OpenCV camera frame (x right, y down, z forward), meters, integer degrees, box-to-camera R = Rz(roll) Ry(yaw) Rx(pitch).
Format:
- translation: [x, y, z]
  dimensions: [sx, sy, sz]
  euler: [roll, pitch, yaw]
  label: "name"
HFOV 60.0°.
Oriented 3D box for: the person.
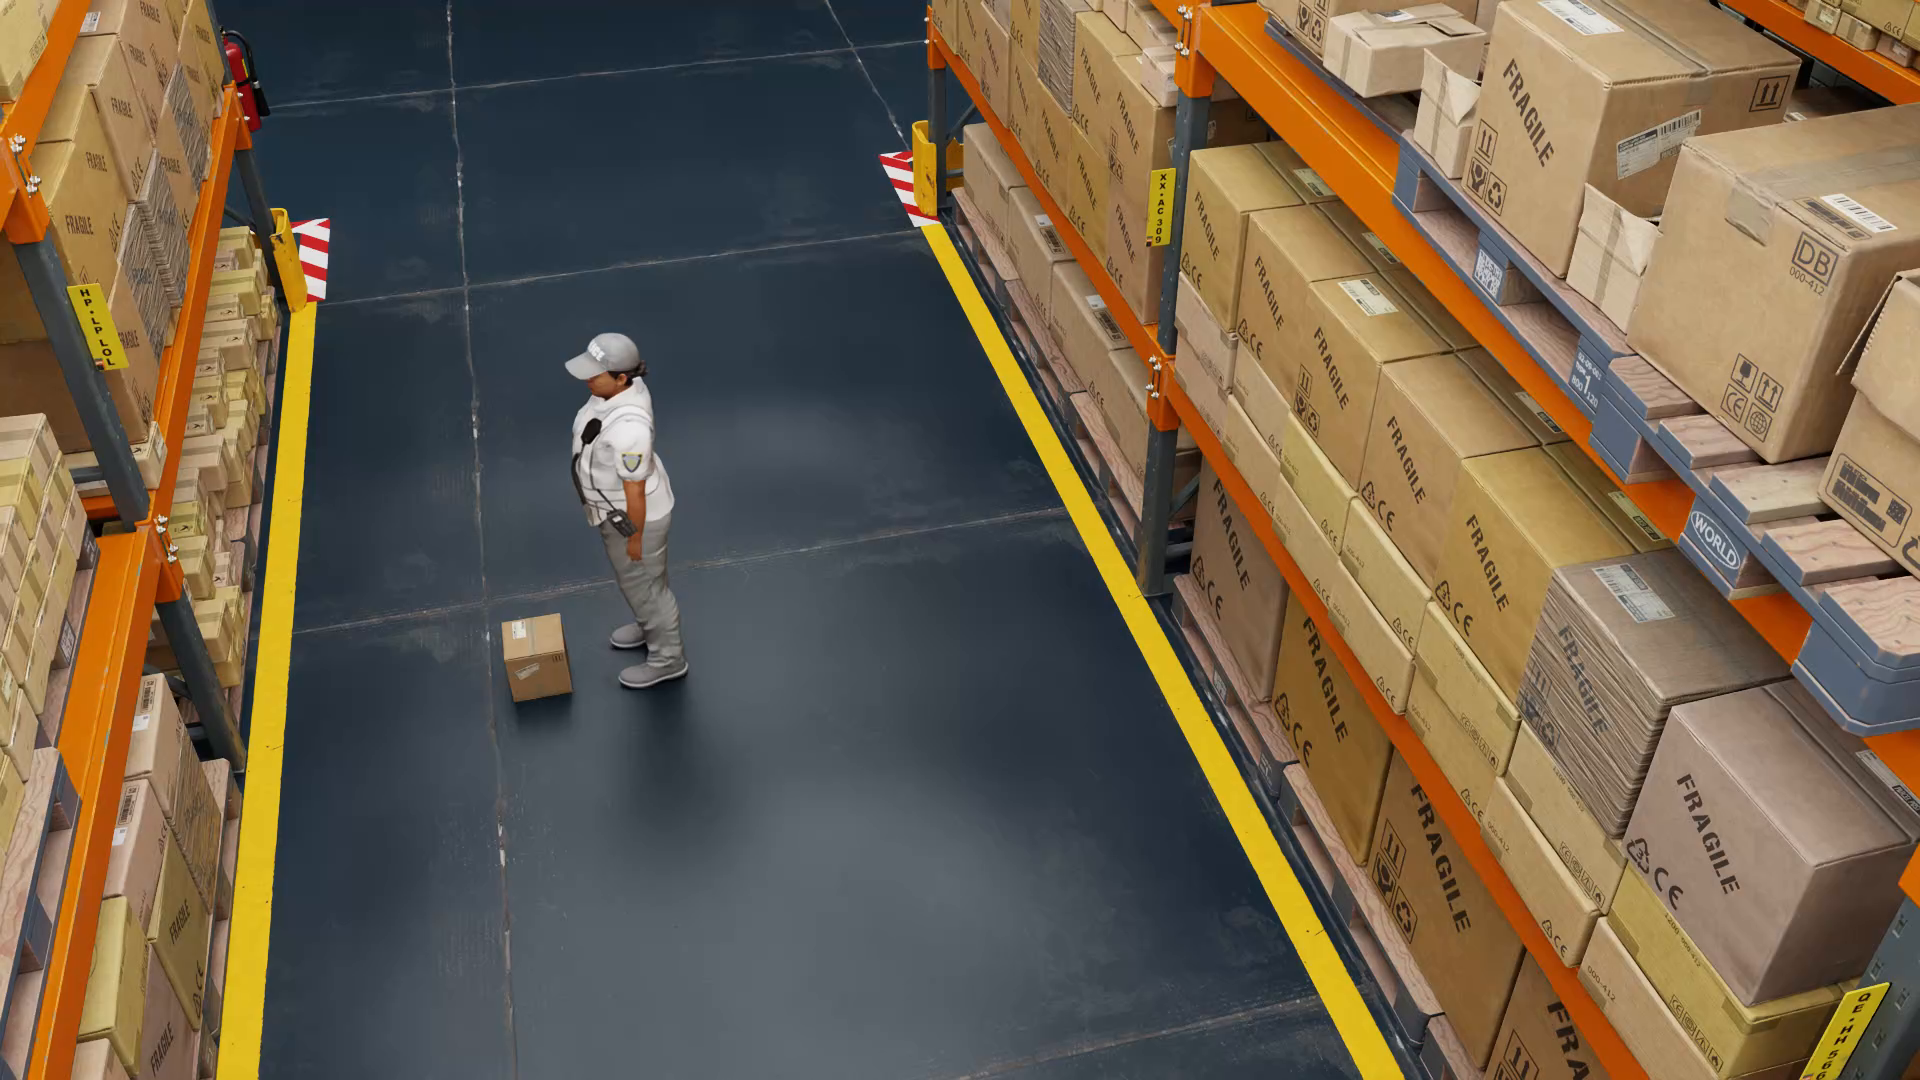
- translation: [-1.370, -0.120, 6.852]
  dimensions: [0.382, 1.668, 0.468]
  euler: [-9, 39, -11]
  label: "person"
